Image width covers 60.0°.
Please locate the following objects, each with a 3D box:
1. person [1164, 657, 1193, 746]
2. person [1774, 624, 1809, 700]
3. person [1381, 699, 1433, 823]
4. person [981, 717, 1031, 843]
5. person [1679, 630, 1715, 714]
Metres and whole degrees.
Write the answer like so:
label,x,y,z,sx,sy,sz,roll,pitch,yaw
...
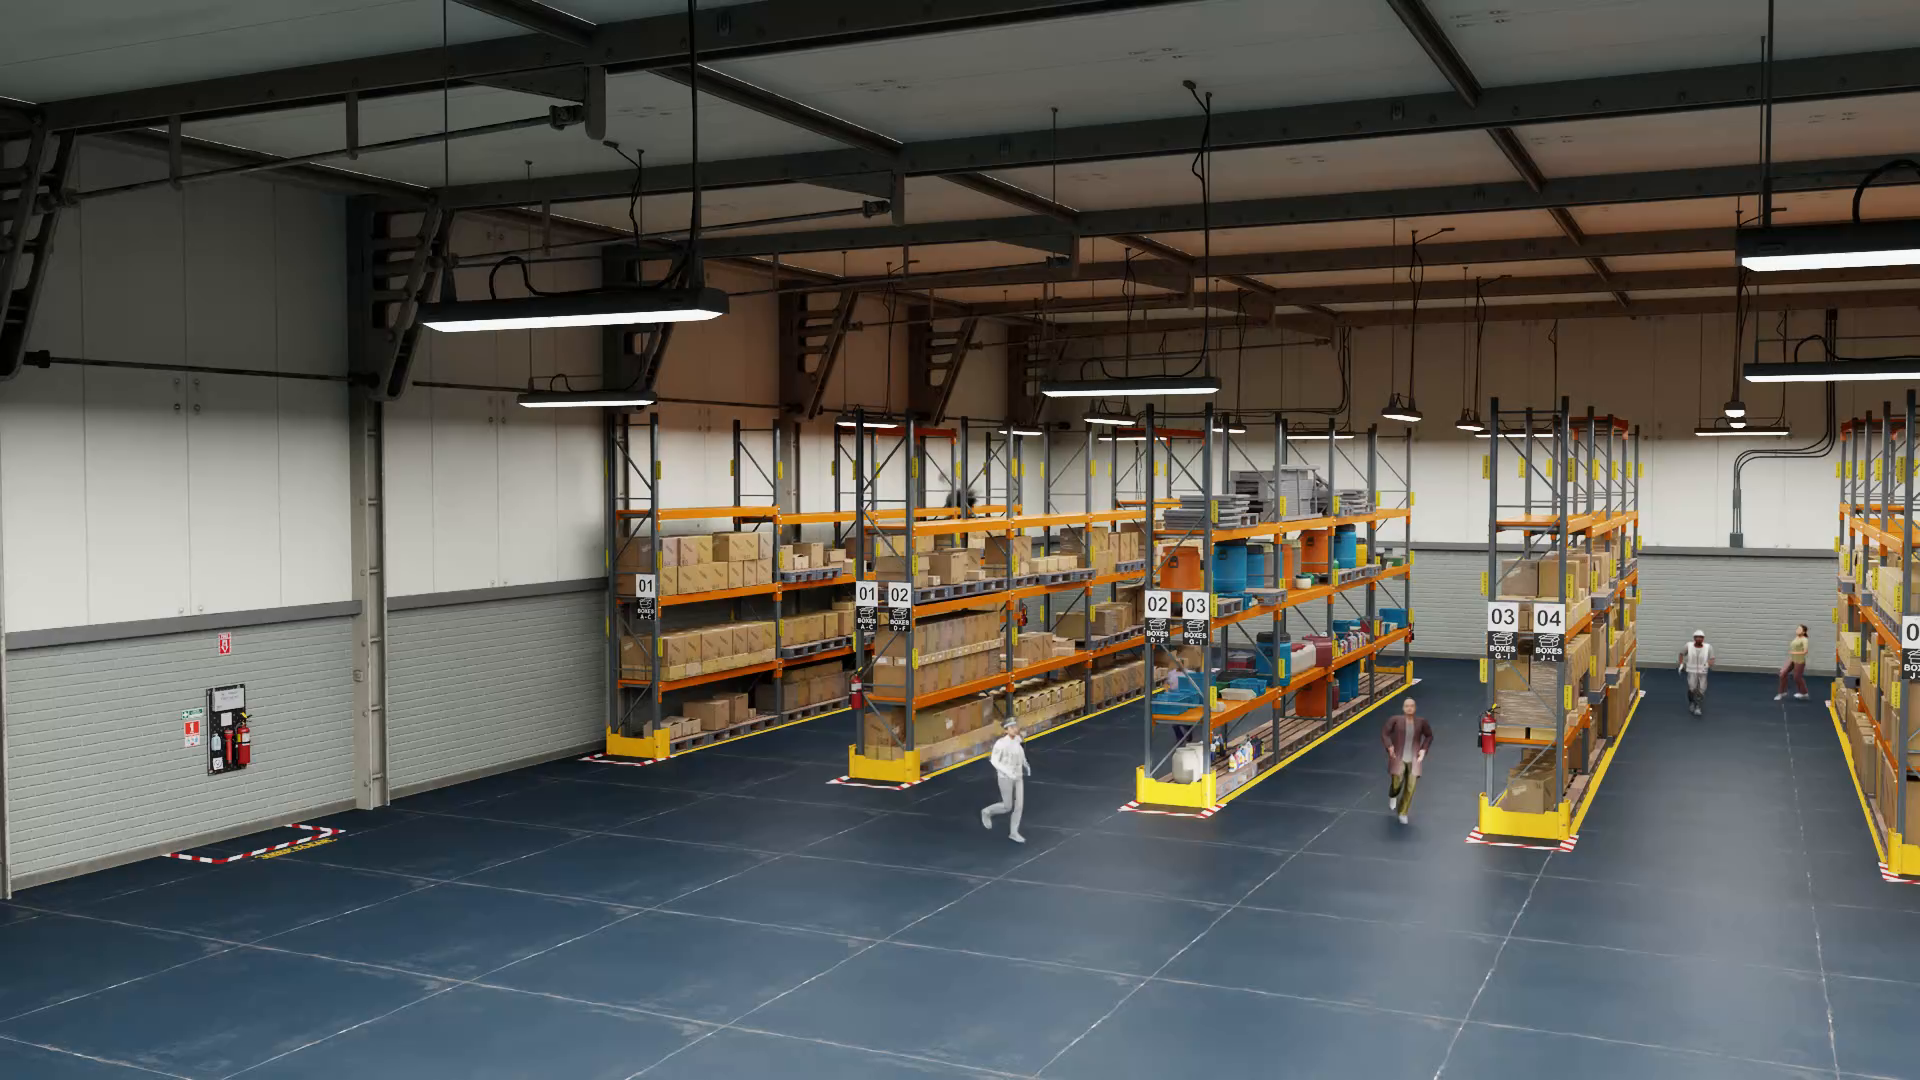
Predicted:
label,x,y,z,sx,sy,sz,roll,pitch,yaw
person,3.977,2.935,30.238,0.609,1.600,0.546,1,3,29
person,18.103,2.659,35.955,0.814,1.651,0.577,-1,2,-12
person,6.412,3.139,23.852,0.740,1.748,0.723,0,2,9
person,0.656,3.231,22.615,0.623,1.681,0.718,-2,3,-40
person,14.987,2.697,33.814,0.677,1.732,0.697,1,3,19
